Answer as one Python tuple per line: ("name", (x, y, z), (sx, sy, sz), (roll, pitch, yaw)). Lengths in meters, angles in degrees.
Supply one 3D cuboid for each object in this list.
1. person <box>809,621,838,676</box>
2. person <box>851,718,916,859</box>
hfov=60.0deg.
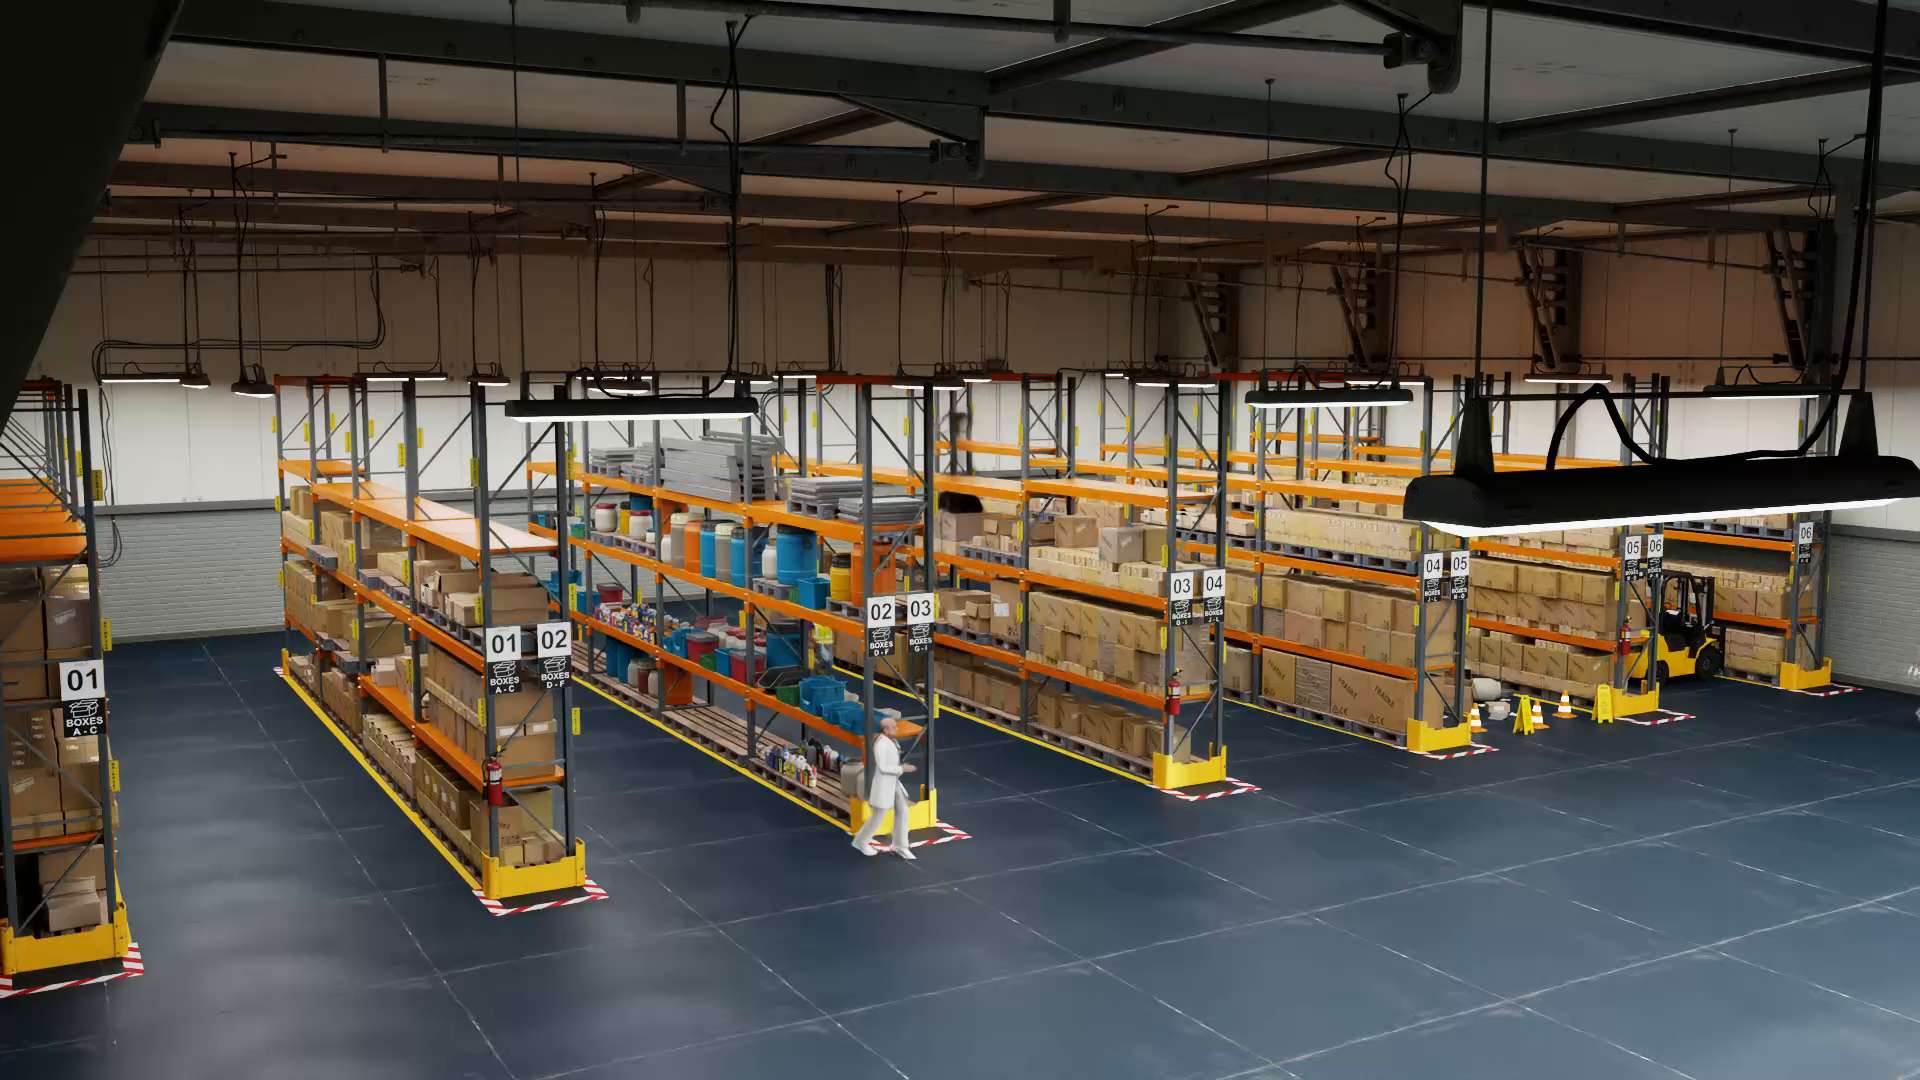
("person", (-2.646, 1.916, 31.925), (0.714, 1.577, 0.693), (-3, 7, -23))
("person", (-0.938, 3.159, 21.042), (0.814, 1.859, 0.733), (2, 6, 15))
